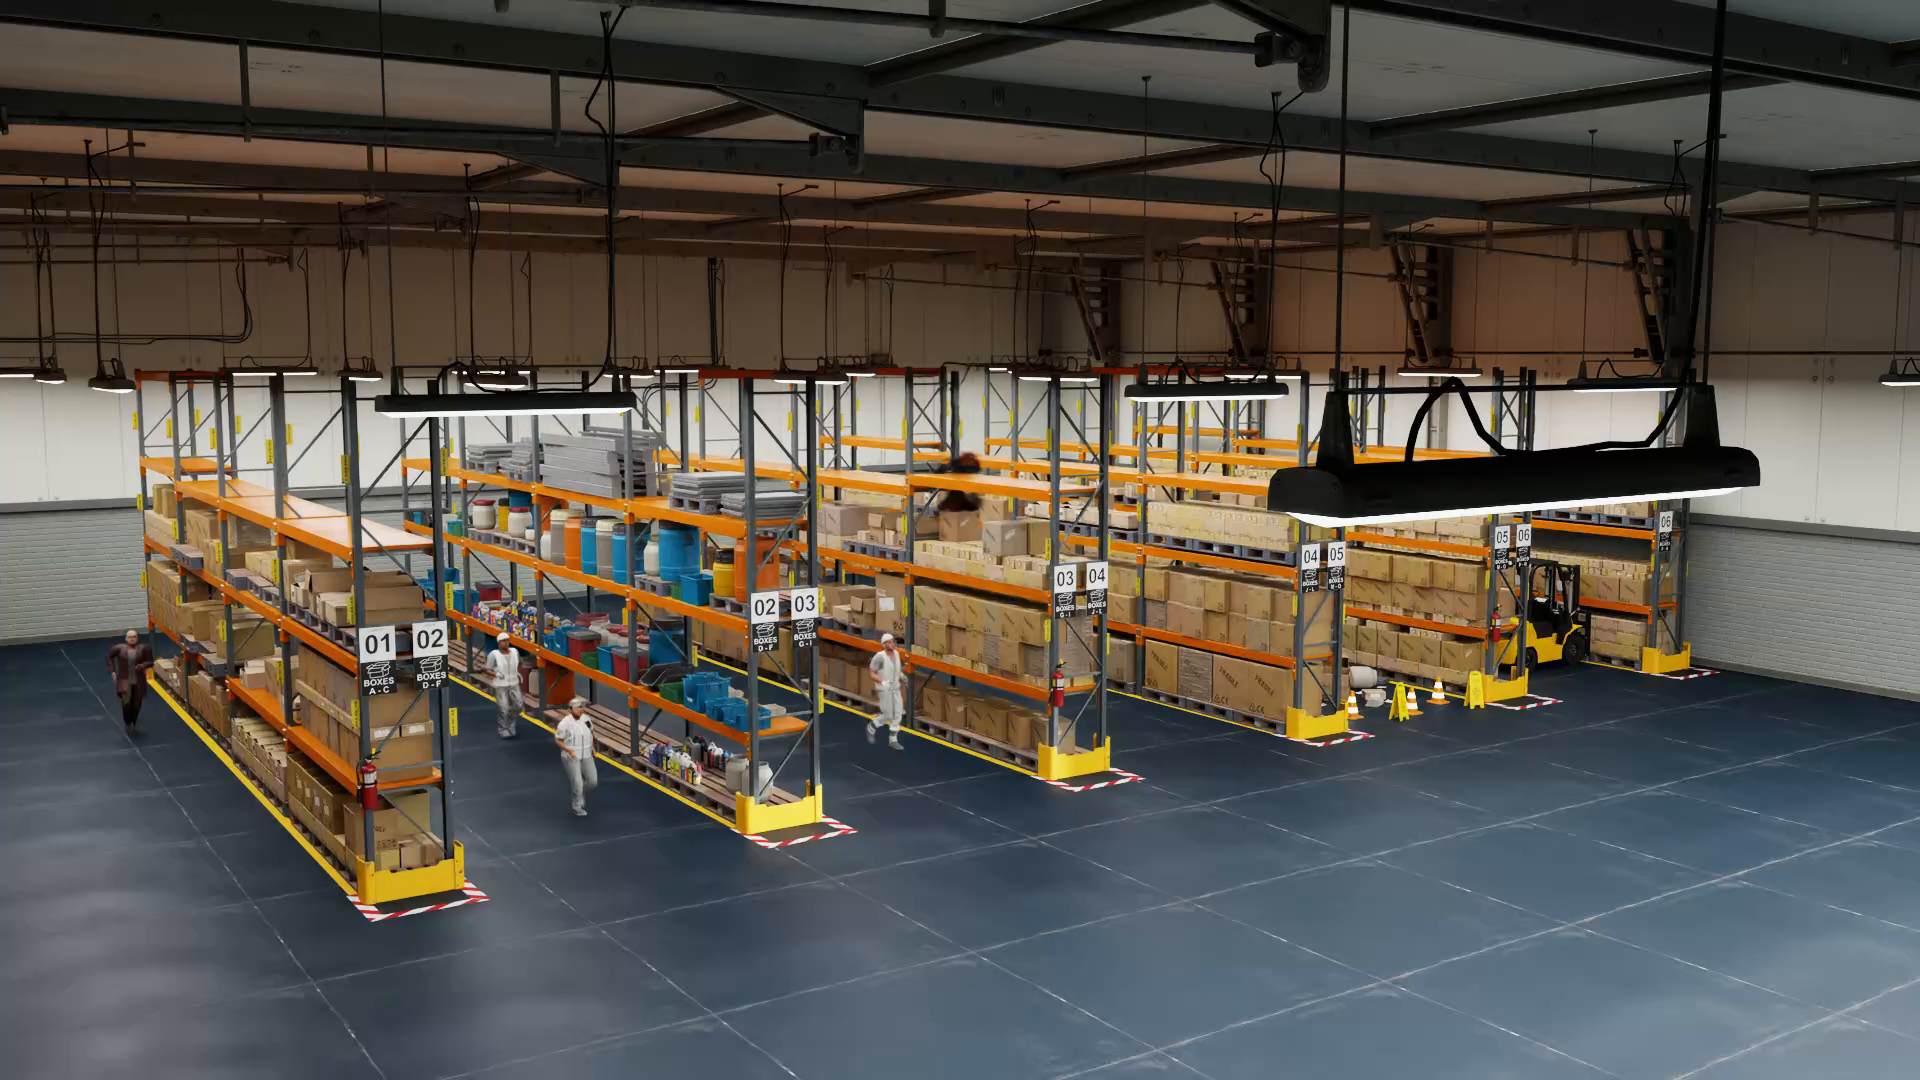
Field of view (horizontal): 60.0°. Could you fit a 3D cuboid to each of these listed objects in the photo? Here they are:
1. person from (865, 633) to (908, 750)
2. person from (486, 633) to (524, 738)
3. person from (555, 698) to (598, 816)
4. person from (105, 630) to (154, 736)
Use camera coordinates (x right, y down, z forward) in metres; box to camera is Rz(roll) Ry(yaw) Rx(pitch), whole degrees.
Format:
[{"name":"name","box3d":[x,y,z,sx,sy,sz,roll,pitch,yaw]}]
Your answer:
[{"name":"person","box3d":[-1.111,2.301,25.505,0.722,1.771,0.661,6,9,44]},{"name":"person","box3d":[-7.390,2.384,27.195,0.666,1.739,0.608,-5,8,-35]},{"name":"person","box3d":[-5.236,2.962,22.762,0.586,1.621,0.543,-5,8,-39]},{"name":"person","box3d":[-13.695,2.361,27.494,0.691,1.763,0.799,-4,8,-33]}]
